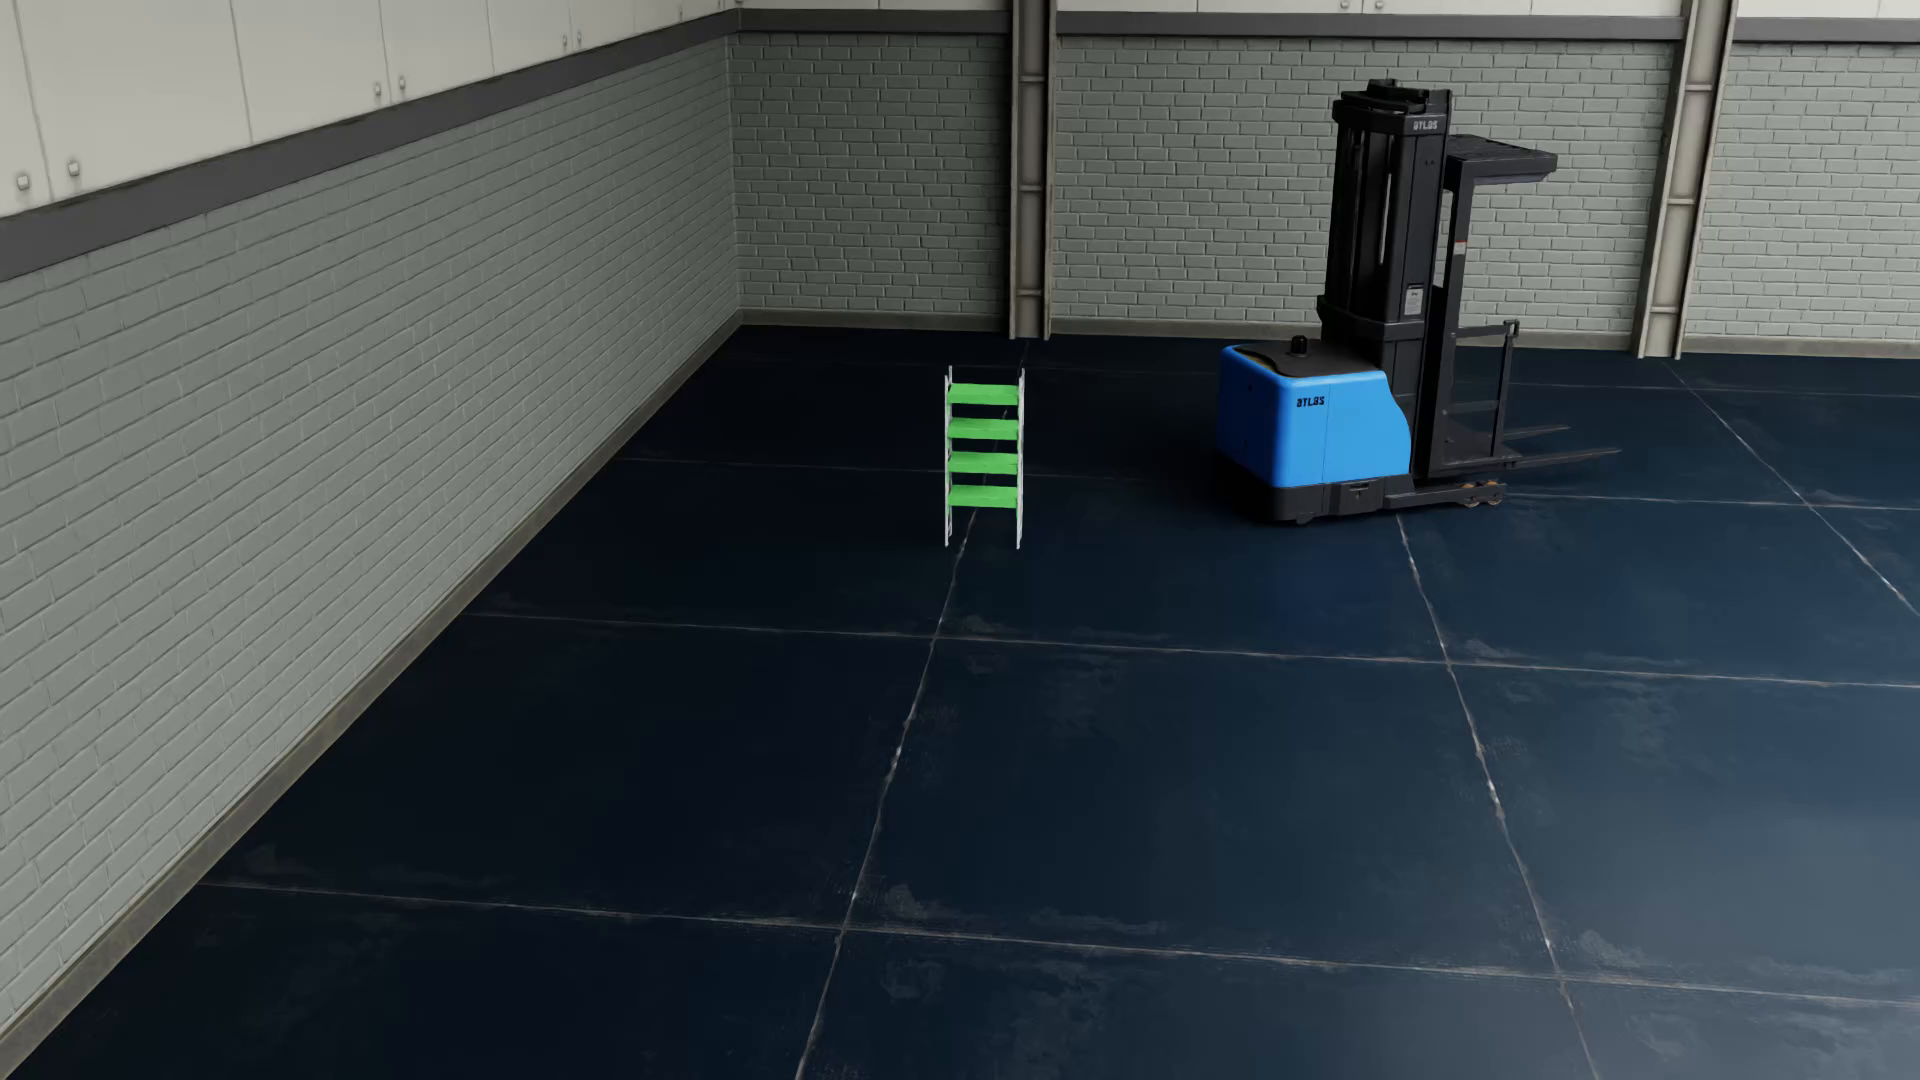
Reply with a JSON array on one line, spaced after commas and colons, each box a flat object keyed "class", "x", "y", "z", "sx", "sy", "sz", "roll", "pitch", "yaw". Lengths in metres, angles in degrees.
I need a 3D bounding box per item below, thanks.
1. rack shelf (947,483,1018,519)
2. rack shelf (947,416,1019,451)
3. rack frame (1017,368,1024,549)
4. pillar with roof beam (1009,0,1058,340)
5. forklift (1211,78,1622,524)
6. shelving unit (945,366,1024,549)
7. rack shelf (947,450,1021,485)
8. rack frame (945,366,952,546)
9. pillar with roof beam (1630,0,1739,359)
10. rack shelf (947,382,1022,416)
[{"class": "rack shelf", "x": 0.164, "y": -0.268, "z": 11.313, "sx": 0.480, "sy": 0.148, "sz": 0.258, "roll": 2, "pitch": 22, "yaw": 6}, {"class": "rack shelf", "x": 0.164, "y": -0.715, "z": 11.136, "sx": 0.480, "sy": 0.148, "sz": 0.258, "roll": 2, "pitch": 22, "yaw": 6}, {"class": "rack frame", "x": 0.407, "y": -0.540, "z": 11.174, "sx": 0.015, "sy": 1.200, "sz": 0.240, "roll": 2, "pitch": 22, "yaw": 6}, {"class": "pillar with roof beam", "x": 0.191, "y": -4.651, "z": 10.964, "sx": 0.400, "sy": 9.000, "sz": 9.100, "roll": 2, "pitch": 22, "yaw": 6}, {"class": "forklift", "x": 3.452, "y": -1.776, "z": 11.946, "sx": 3.031, "sy": 2.935, "sz": 1.130, "roll": -7, "pitch": 23, "yaw": -17}, {"class": "shelving unit", "x": 0.164, "y": -0.551, "z": 11.201, "sx": 0.503, "sy": 1.200, "sz": 0.258, "roll": 2, "pitch": 22, "yaw": 6}, {"class": "rack shelf", "x": 0.164, "y": -0.491, "z": 11.225, "sx": 0.480, "sy": 0.148, "sz": 0.258, "roll": 2, "pitch": 22, "yaw": 6}, {"class": "rack frame", "x": -0.078, "y": -0.561, "z": 11.228, "sx": 0.015, "sy": 1.200, "sz": 0.240, "roll": 2, "pitch": 22, "yaw": 6}, {"class": "pillar with roof beam", "x": 6.149, "y": -4.391, "z": 10.307, "sx": 0.400, "sy": 9.000, "sz": 9.100, "roll": 2, "pitch": 22, "yaw": 6}, {"class": "rack shelf", "x": 0.164, "y": -0.938, "z": 11.048, "sx": 0.480, "sy": 0.148, "sz": 0.258, "roll": 2, "pitch": 22, "yaw": 6}]
